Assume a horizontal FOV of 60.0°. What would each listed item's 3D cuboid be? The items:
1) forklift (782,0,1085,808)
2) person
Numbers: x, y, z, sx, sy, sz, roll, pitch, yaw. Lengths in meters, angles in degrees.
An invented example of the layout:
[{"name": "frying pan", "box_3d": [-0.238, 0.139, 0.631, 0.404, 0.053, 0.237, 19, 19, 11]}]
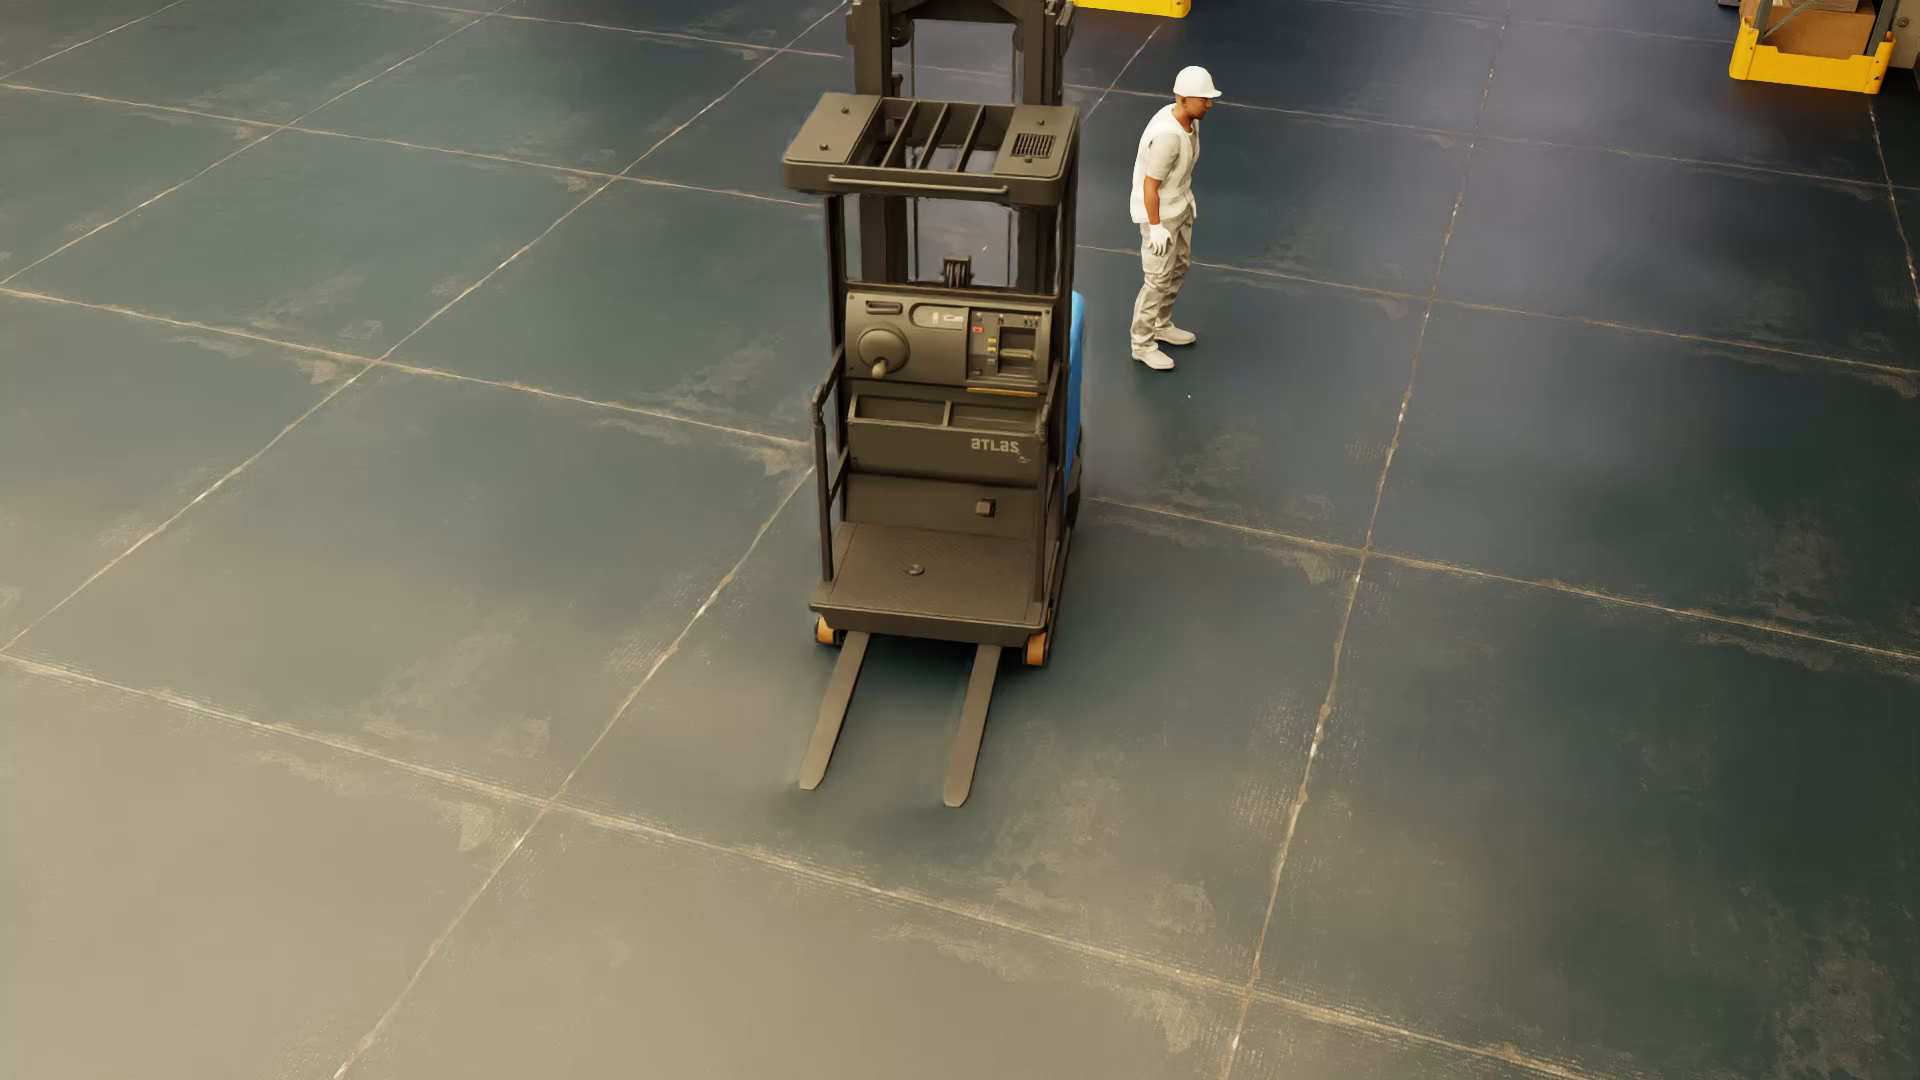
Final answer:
[{"name": "forklift", "box_3d": [4.636, -7.429, 16.590, 6.970, 2.935, 27.076, 5, 36, 8]}, {"name": "person", "box_3d": [1.258, -1.920, 9.824, 0.424, 1.773, 0.624, 16, 38, 21]}]
